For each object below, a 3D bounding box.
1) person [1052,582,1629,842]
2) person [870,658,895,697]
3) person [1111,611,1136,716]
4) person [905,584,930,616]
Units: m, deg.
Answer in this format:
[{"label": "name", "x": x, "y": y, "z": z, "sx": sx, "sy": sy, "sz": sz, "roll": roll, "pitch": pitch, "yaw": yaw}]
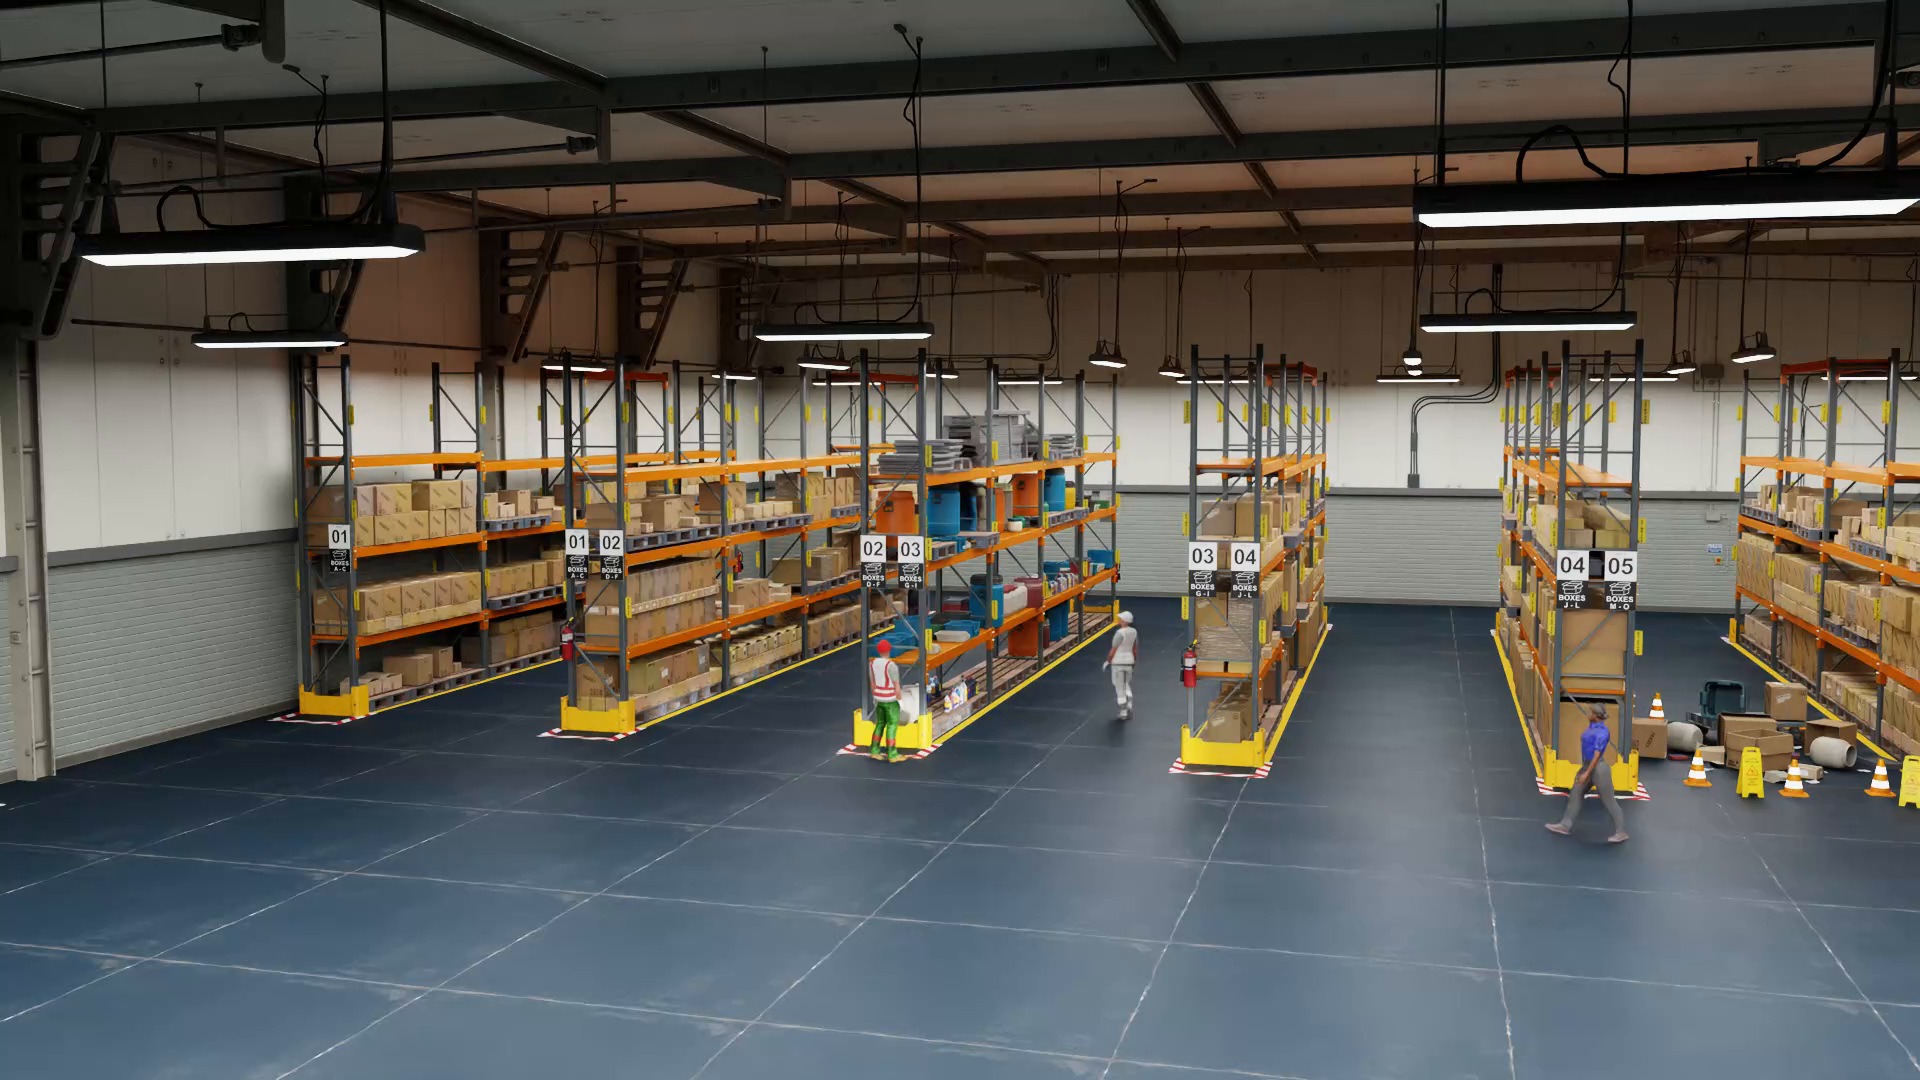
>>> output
[{"label": "person", "x": 4.861, "y": 2.196, "z": 26.861, "sx": 4.187, "sy": 1.563, "sz": 15.646, "roll": -1, "pitch": 4, "yaw": -7}, {"label": "person", "x": -1.079, "y": 1.978, "z": 23.979, "sx": 0.383, "sy": 0.544, "sz": 0.424, "roll": -3, "pitch": 5, "yaw": -33}, {"label": "person", "x": 2.663, "y": 2.015, "z": 27.349, "sx": 0.451, "sy": 1.716, "sz": 0.482, "roll": -2, "pitch": 5, "yaw": -25}, {"label": "person", "x": -0.915, "y": 1.557, "z": 35.984, "sx": 0.536, "sy": 1.475, "sz": 0.841, "roll": 1, "pitch": 4, "yaw": 12}]
